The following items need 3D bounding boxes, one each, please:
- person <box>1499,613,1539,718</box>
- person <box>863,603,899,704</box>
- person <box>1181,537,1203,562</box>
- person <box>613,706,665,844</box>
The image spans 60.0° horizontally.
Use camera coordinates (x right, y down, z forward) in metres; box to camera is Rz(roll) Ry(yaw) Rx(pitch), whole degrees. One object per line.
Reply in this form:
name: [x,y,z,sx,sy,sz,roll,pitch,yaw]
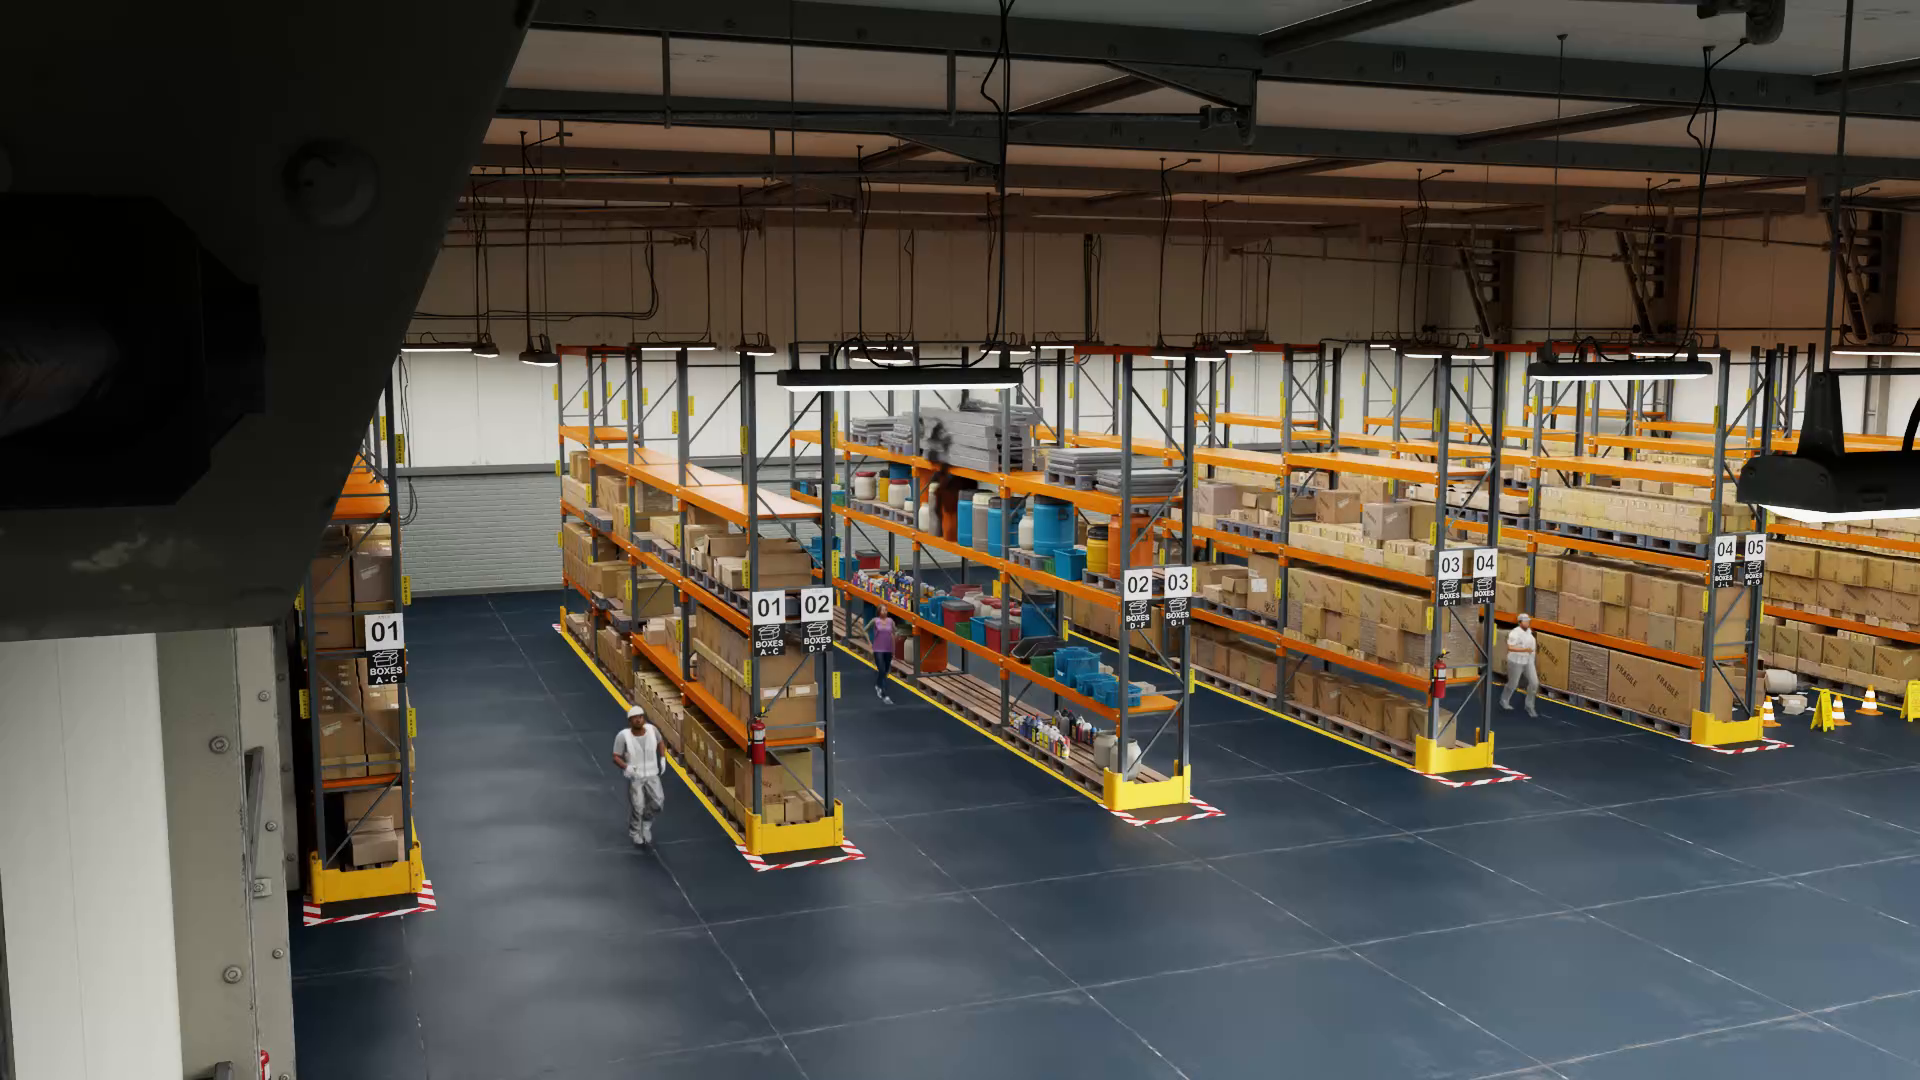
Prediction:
person: [9.198,2.052,27.326,0.594,1.722,0.762,-3,8,-19]
person: [-1.247,1.820,26.936,0.538,1.610,0.829,-3,8,-24]
person: [5.834,0.167,41.737,0.924,1.784,0.761,2,8,16]
person: [-3.878,2.887,20.328,0.695,1.736,0.585,-4,8,-28]
